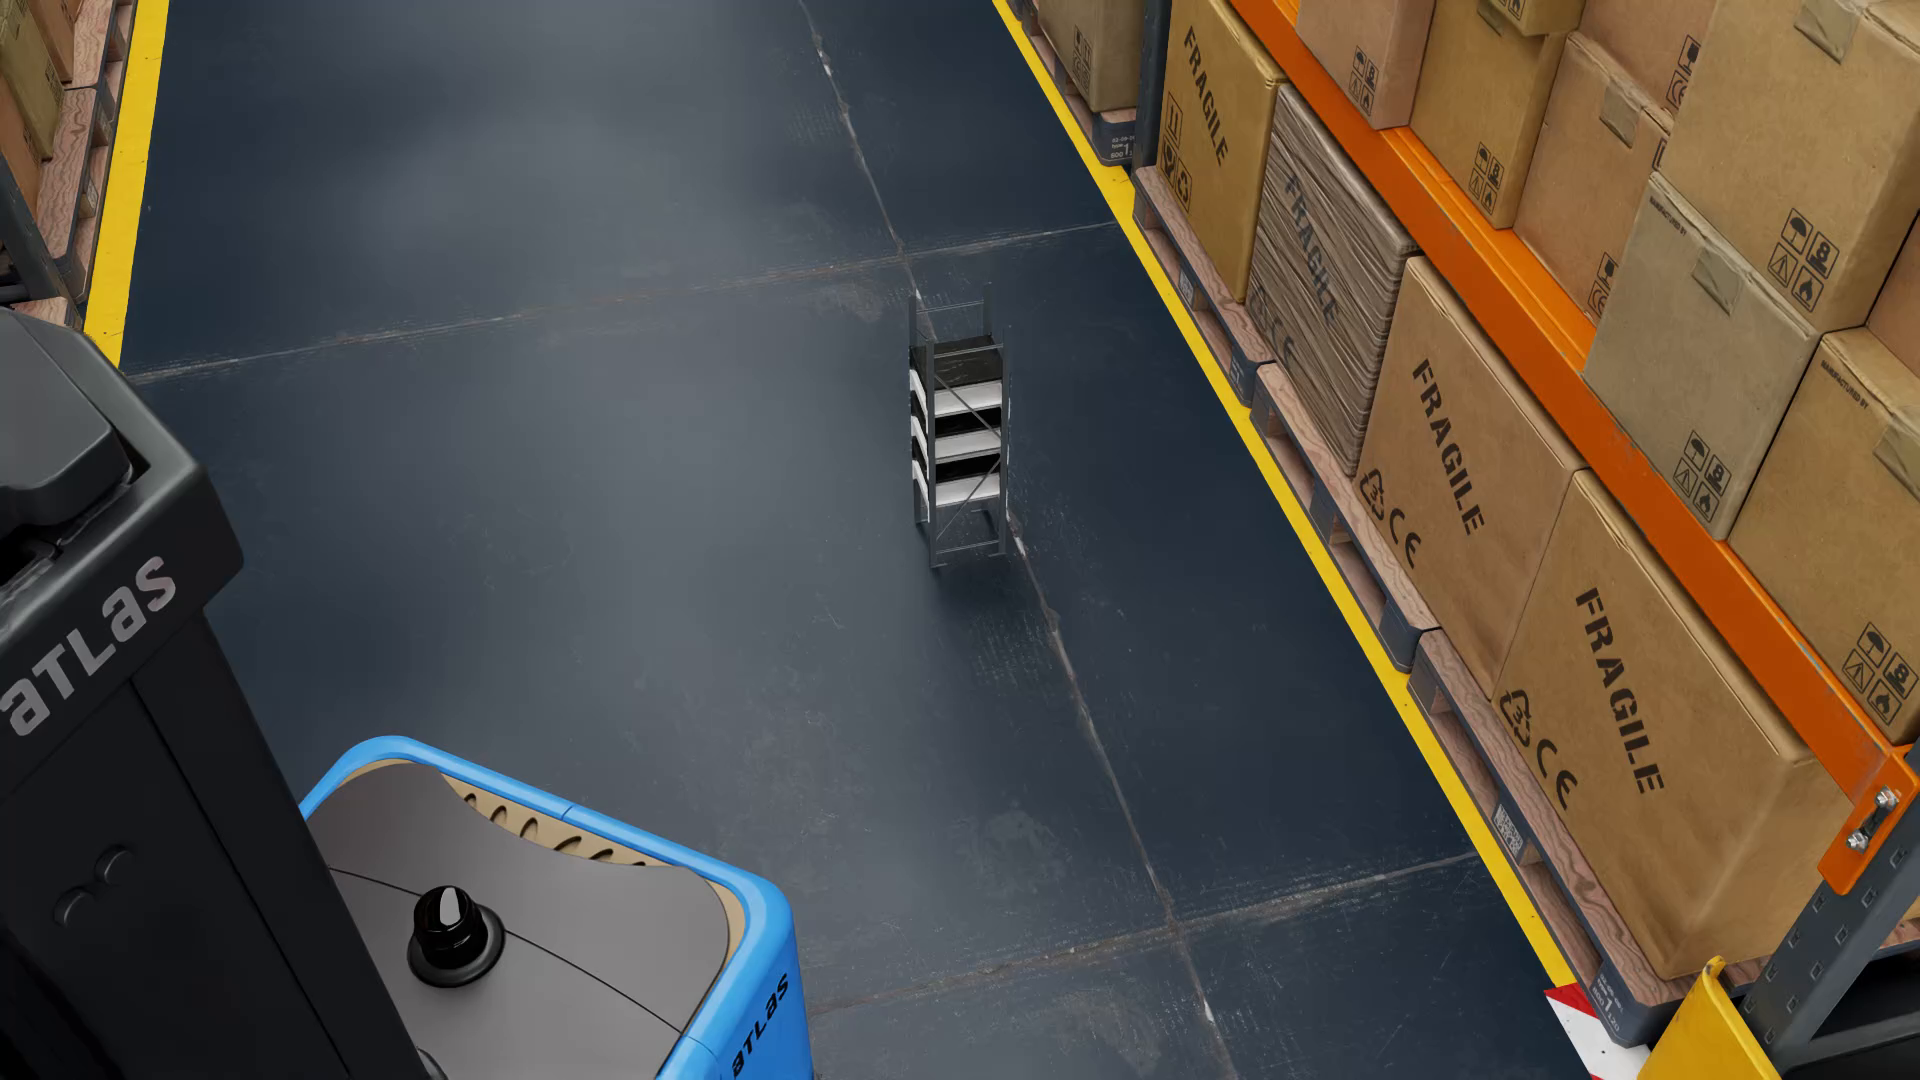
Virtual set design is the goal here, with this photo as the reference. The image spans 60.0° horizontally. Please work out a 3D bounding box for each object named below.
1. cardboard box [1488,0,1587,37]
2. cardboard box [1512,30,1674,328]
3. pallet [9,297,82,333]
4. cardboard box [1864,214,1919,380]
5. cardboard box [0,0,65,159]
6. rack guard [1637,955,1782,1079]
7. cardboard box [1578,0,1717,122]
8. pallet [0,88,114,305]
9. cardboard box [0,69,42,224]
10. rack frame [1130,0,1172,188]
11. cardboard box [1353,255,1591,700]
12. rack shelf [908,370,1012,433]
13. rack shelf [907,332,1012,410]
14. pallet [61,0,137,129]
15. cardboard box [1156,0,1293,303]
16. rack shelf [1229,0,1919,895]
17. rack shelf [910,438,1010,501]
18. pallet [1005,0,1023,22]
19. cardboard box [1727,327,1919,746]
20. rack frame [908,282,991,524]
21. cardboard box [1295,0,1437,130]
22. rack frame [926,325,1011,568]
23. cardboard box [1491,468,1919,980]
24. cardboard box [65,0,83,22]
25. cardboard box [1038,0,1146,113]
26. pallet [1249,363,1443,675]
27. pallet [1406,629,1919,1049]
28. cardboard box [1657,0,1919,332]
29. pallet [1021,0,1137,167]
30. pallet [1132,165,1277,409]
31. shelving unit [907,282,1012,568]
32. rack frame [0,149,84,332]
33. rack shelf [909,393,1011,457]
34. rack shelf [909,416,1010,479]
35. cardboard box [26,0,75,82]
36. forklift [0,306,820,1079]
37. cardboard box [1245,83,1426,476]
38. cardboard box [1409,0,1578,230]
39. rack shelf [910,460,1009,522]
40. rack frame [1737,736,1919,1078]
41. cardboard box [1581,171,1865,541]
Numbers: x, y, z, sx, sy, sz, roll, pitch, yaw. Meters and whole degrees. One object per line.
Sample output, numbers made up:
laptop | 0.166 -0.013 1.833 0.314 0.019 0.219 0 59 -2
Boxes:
cardboard box | 1.643 -1.588 3.845 0.875 0.550 0.500 -11 47 -10
cardboard box | 1.881 -0.864 3.891 0.875 0.550 0.550 -11 47 -10
pallet | -3.435 -0.269 5.366 1.003 0.211 1.213 -11 47 -10
cardboard box | 2.146 -0.472 2.751 0.875 0.550 0.550 -11 47 -10
cardboard box | -3.881 -1.742 6.299 0.700 0.500 0.500 -11 47 -11
rack guard | 2.210 1.114 3.809 1.175 0.500 0.348 -11 47 -10
cardboard box | 1.904 -1.246 3.510 0.875 0.550 0.550 -11 47 -10
pallet | -3.841 -1.264 6.341 1.003 0.211 1.213 -11 47 -10
cardboard box | -3.777 -1.409 5.973 0.700 0.500 0.500 -14 47 -13
rack frame | 1.180 -2.540 5.639 1.000 3.000 0.127 -11 47 -10
cardboard box | 1.739 -0.244 4.583 0.875 0.875 0.875 -11 47 -11
rack shelf | -0.002 -0.423 4.829 0.258 0.077 0.200 -11 47 -10
rack shelf | -0.002 -0.486 4.765 0.258 0.077 0.200 -11 47 -10
pallet | -4.157 -2.108 7.168 1.003 0.211 1.213 -11 47 -10
cardboard box | 1.273 -1.496 5.809 0.875 0.875 0.875 -10 46 -10
rack shelf | 1.692 -0.907 4.542 1.077 0.370 4.000 -11 47 -10
rack shelf | -0.002 -0.234 5.022 0.258 0.077 0.200 -11 47 -10
pallet | 0.594 -2.926 7.970 1.003 0.211 1.213 -11 47 -10
cardboard box | 2.065 -0.078 3.122 0.875 0.550 0.550 -11 47 -10
rack frame | -0.028 -0.391 5.003 0.240 0.900 0.006 -11 47 -10
cardboard box | 1.473 -1.570 4.583 0.875 0.550 0.550 -11 47 -10
rack frame | 0.024 -0.250 4.865 0.240 0.900 0.006 -11 47 -10
cardboard box | 1.966 0.363 3.988 0.875 0.875 0.875 -10 47 -10
cardboard box | -4.168 -2.514 7.055 0.700 0.500 0.500 -7 46 -7
cardboard box | 0.934 -2.311 6.696 1.050 0.750 0.750 -11 47 -11
pallet | 1.615 -0.180 5.279 1.003 0.211 1.213 -11 47 -10
pallet | 1.924 0.660 4.455 1.003 0.211 1.213 -11 47 -10
cardboard box | 1.916 -0.835 3.107 0.875 0.550 0.550 -11 47 -10
pallet | 0.909 -2.083 7.143 1.003 0.211 1.213 -11 47 -10
pallet | 1.299 -1.024 6.106 1.003 0.211 1.213 -11 47 -10
shelving unit | -0.002 -0.321 4.934 0.258 0.900 0.210 -11 47 -10
rack frame | -3.641 -1.703 4.818 1.000 3.000 0.127 -11 47 -10
rack shelf | -0.002 -0.360 4.894 0.258 0.077 0.200 -11 47 -10
rack shelf | -0.002 -0.297 4.958 0.258 0.077 0.200 -11 47 -10
cardboard box | -4.025 -2.128 6.678 0.700 0.500 0.500 -14 47 -14
forklift | -1.358 1.204 2.017 1.130 2.935 3.031 18 48 17
cardboard box | 1.508 -0.874 5.200 0.875 0.875 0.875 -10 46 -10
cardboard box | 1.706 -1.222 4.242 0.875 0.550 0.500 -11 47 -10
rack shelf | -0.002 -0.171 5.086 0.258 0.077 0.200 -11 47 -10
rack frame | 2.201 0.223 2.932 0.949 2.616 0.053 -11 47 -10
cardboard box | 1.903 -0.454 3.490 0.875 0.550 0.550 -11 47 -10
